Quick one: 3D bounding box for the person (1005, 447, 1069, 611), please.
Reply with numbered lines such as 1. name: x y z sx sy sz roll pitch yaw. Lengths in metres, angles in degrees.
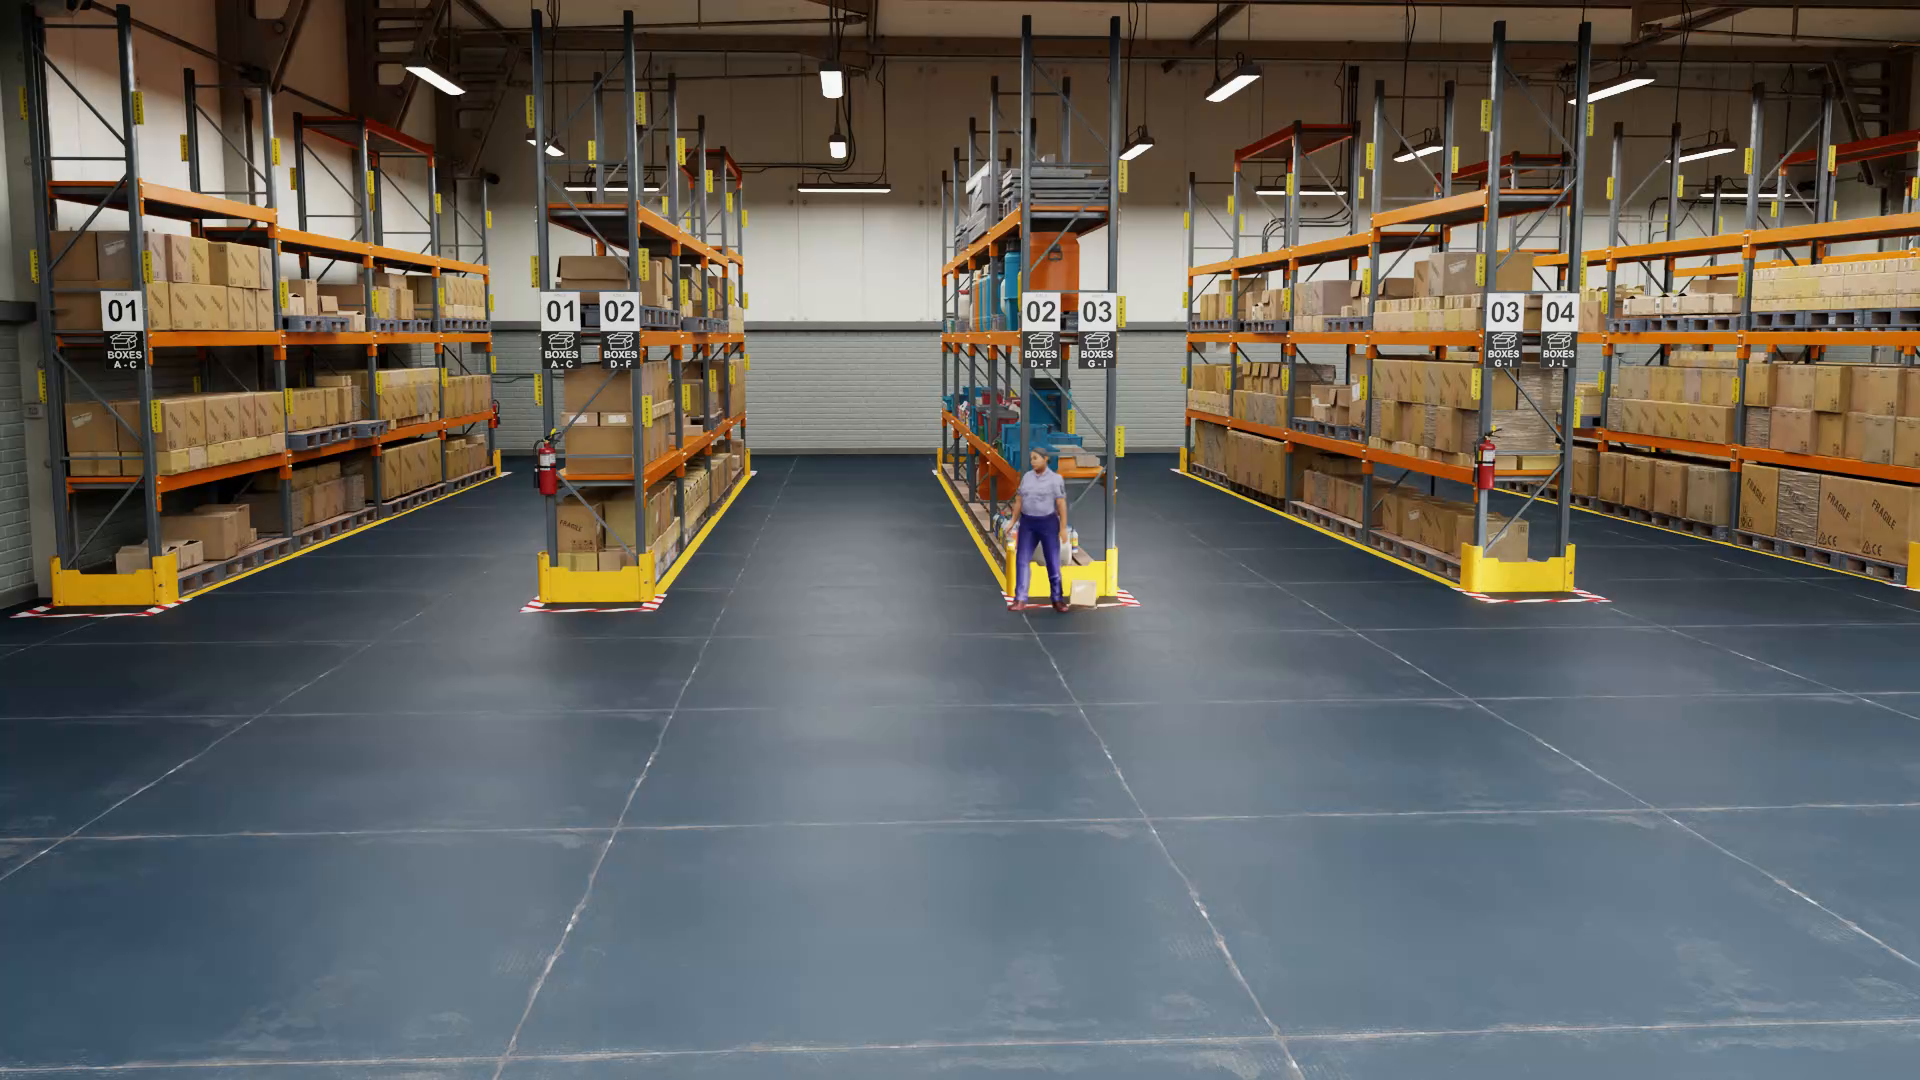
1. person: 0.741 -0.107 16.538 0.658 1.640 0.598 3 8 26
